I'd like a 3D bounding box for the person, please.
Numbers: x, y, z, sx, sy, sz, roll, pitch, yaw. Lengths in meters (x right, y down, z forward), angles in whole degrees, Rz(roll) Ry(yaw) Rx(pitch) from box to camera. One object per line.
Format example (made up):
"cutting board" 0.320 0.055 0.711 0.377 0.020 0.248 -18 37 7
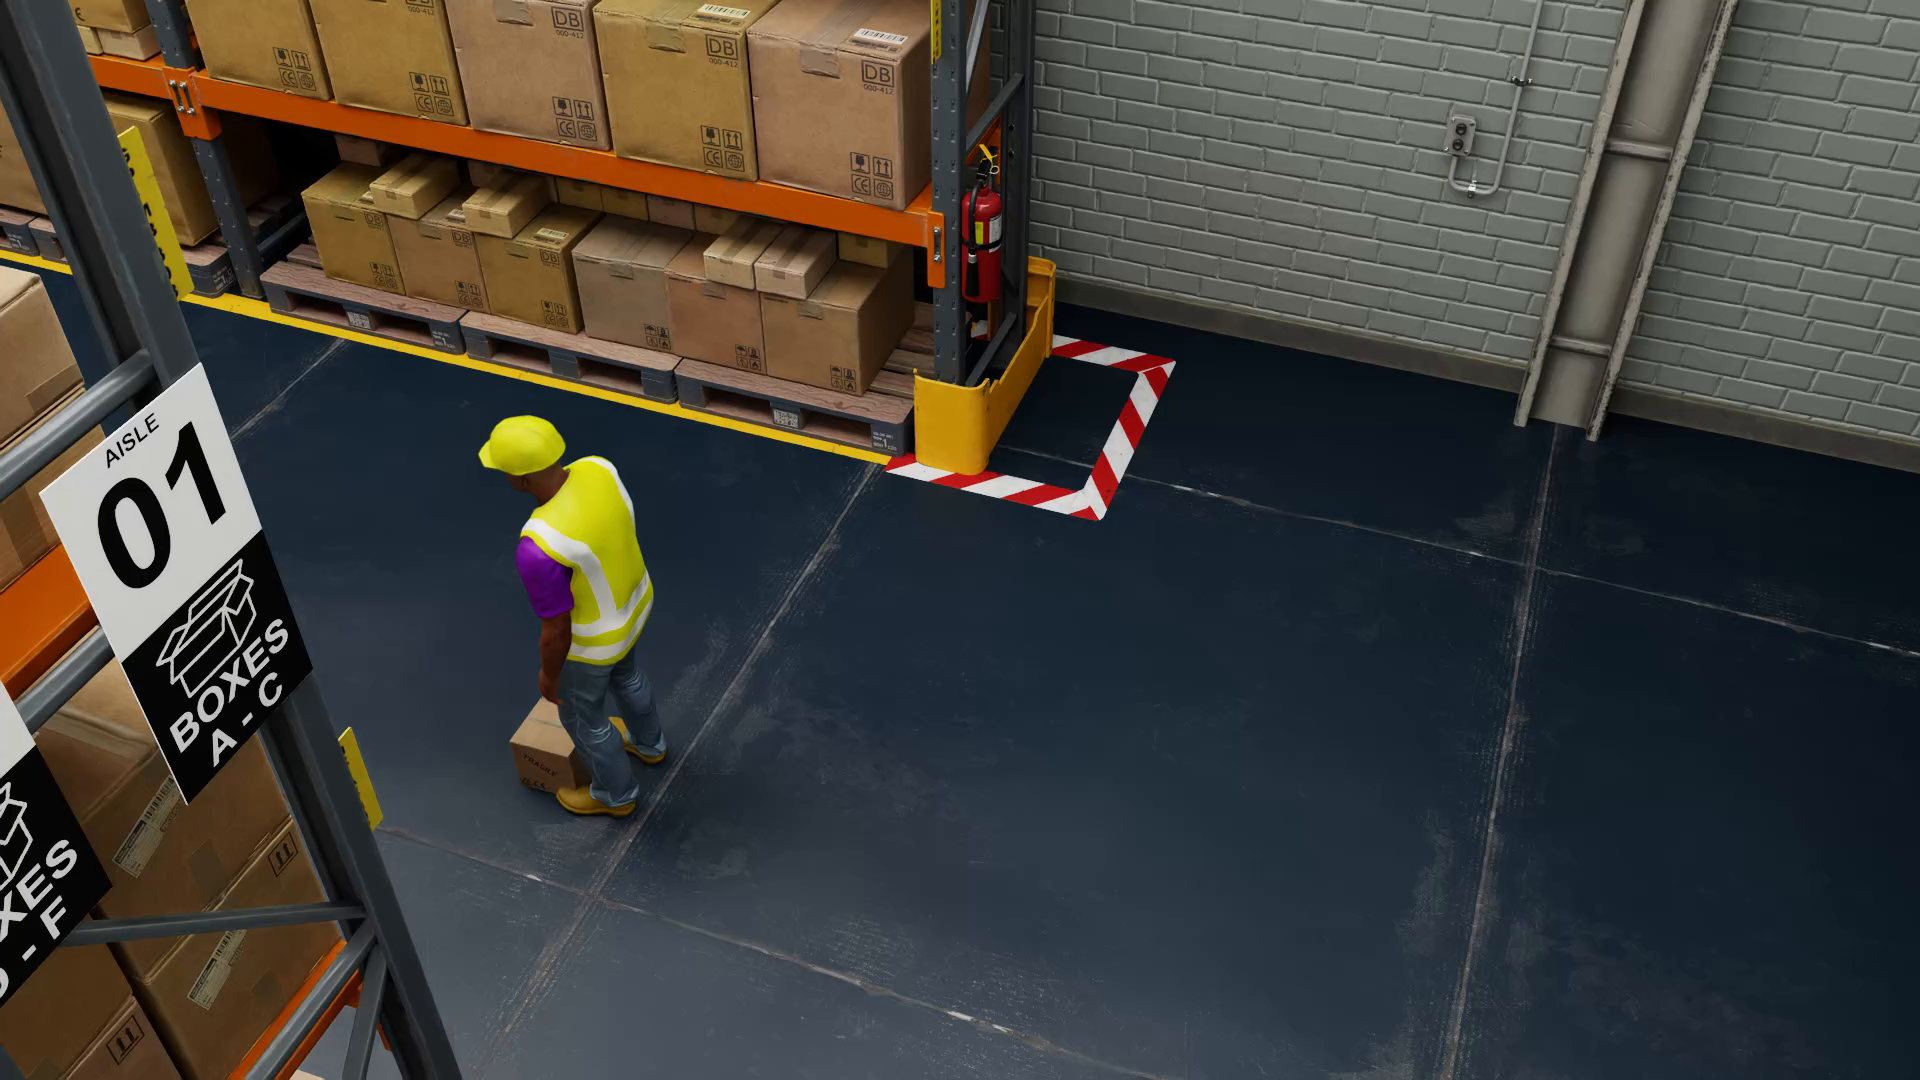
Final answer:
"person" -1.317 0.277 5.831 0.463 1.759 0.626 12 43 13
